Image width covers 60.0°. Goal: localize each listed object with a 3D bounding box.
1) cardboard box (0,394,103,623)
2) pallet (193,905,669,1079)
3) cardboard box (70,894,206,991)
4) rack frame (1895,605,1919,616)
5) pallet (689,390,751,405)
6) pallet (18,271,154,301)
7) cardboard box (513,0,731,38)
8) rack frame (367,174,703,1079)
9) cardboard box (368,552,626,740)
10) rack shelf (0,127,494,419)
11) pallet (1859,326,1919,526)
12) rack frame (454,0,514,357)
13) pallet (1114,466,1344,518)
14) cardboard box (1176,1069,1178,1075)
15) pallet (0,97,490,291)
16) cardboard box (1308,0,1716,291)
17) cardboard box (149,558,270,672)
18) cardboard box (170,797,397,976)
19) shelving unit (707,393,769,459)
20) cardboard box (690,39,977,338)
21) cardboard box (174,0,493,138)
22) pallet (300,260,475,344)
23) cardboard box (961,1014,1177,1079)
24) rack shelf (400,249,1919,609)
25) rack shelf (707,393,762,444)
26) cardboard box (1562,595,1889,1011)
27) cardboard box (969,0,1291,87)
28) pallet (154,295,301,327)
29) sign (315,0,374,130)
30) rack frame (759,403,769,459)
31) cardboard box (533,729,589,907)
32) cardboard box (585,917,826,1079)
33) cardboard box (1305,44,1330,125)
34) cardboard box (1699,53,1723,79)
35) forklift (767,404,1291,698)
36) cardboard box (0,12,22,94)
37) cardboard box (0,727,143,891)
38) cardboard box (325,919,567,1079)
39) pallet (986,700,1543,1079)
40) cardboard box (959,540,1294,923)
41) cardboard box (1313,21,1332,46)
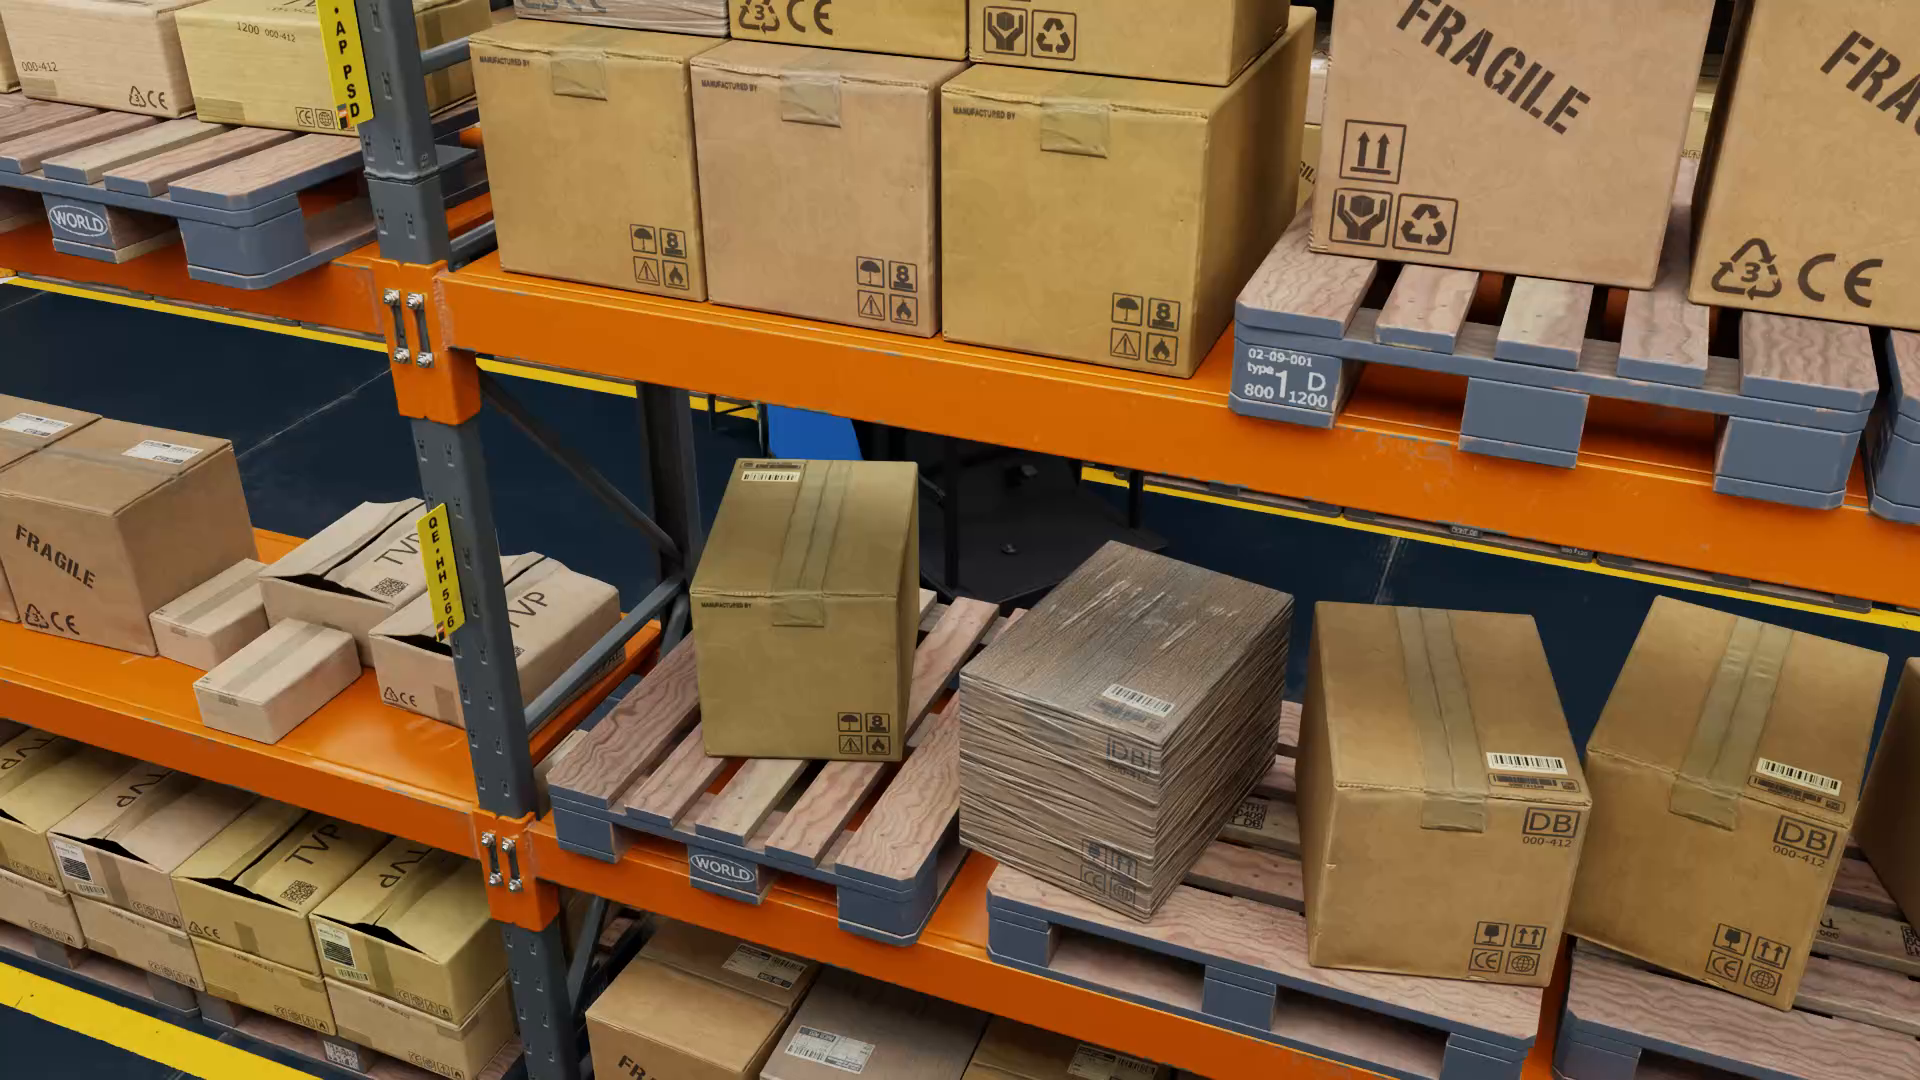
[{"bbox_3d":[-3.055,-0.115,5.304,0.500,0.500,0.500,11,31,19],"label":"cardboard box"},{"bbox_3d":[-1.755,1.373,5.607,1.213,0.211,1.003,11,31,19],"label":"pallet"},{"bbox_3d":[-2.530,1.169,5.502,0.500,0.250,0.500,12,32,20],"label":"cardboard box"},{"bbox_3d":[4.559,-1.191,7.308,0.127,3.000,1.000,11,31,19],"label":"rack frame"},{"bbox_3d":[-0.998,-1.088,9.961,1.213,0.211,1.003,11,31,19],"label":"pallet"},{"bbox_3d":[-5.751,-2.016,11.603,1.213,0.211,1.003,11,31,19],"label":"pallet"},{"bbox_3d":[-0.605,-1.372,3.463,0.500,0.500,0.500,11,31,19],"label":"cardboard box"},{"bbox_3d":[-1.007,0.329,4.620,0.127,3.000,1.000,11,31,19],"label":"rack frame"},{"bbox_3d":[-1.327,0.280,4.796,0.500,0.311,0.500,13,32,22],"label":"cardboard box"},{"bbox_3d":[-2.860,-1.034,4.714,4.000,0.370,1.077,11,31,19],"label":"rack shelf"},{"bbox_3d":[2.122,-0.308,2.889,1.003,0.211,1.213,11,31,19],"label":"pallet"},{"bbox_3d":[-2.854,-2.671,9.927,0.127,3.000,1.000,11,31,19],"label":"rack frame"},{"bbox_3d":[1.555,-0.536,8.985,1.213,0.211,1.003,11,31,19],"label":"pallet"},{"bbox_3d":[0.428,1.387,4.840,0.500,0.500,0.500,10,31,17],"label":"cardboard box"},{"bbox_3d":[-1.669,-0.980,4.078,1.003,0.211,1.213,13,32,21],"label":"pallet"},{"bbox_3d":[1.024,-0.879,3.079,0.600,0.600,0.600,10,31,17],"label":"cardboard box"},{"bbox_3d":[-2.209,0.228,5.054,0.250,0.149,0.380,14,32,23],"label":"cardboard box"},{"bbox_3d":[-2.069,1.021,5.193,0.500,0.311,0.500,11,31,18],"label":"cardboard box"},{"bbox_3d":[-1.039,-1.149,8.758,0.431,1.500,0.755,-16,33,-26],"label":"shelving unit"},{"bbox_3d":[-0.117,-0.861,3.575,0.500,0.500,0.910,11,31,19],"label":"cardboard box"},{"bbox_3d":[-1.448,-1.153,3.919,0.500,0.250,0.500,9,31,15],"label":"cardboard box"},{"bbox_3d":[-3.490,-1.565,10.804,1.213,0.211,1.003,11,31,19],"label":"pallet"},{"bbox_3d":[0.258,1.629,4.412,0.500,0.500,0.500,11,31,18],"label":"cardboard box"},{"bbox_3d":[0.847,-0.294,3.404,4.000,0.370,1.077,11,31,19],"label":"rack shelf"},{"bbox_3d":[-1.039,-0.865,8.919,0.431,0.370,0.720,-16,33,-26],"label":"rack shelf"},{"bbox_3d":[1.684,0.554,3.692,0.500,0.500,0.700,17,33,27],"label":"cardboard box"},{"bbox_3d":[0.340,-1.184,3.130,0.500,0.500,0.500,11,31,19],"label":"cardboard box"},{"bbox_3d":[-4.624,-1.790,11.202,1.213,0.211,1.003,11,31,19],"label":"pallet"},{"bbox_3d":[-1.223,-0.985,3.290,0.005,0.325,0.100,11,31,19],"label":"sign"},{"bbox_3d":[-0.856,-0.993,8.483,0.400,1.500,0.023,-16,33,-26],"label":"rack frame"},{"bbox_3d":[-1.381,0.868,5.464,0.500,0.311,0.500,12,32,21],"label":"cardboard box"},{"bbox_3d":[-0.692,1.440,4.747,0.500,0.500,0.500,13,32,21],"label":"cardboard box"},{"bbox_3d":[1.674,-2.138,7.798,0.500,0.250,0.500,11,31,18],"label":"cardboard box"},{"bbox_3d":[3.277,-2.087,7.707,0.500,0.250,0.500,10,31,17],"label":"cardboard box"},{"bbox_3d":[0.237,-1.000,7.041,1.130,2.935,3.031,-18,34,-28],"label":"forklift"},{"bbox_3d":[-2.467,-1.353,4.272,0.500,0.250,0.500,11,31,18],"label":"cardboard box"},{"bbox_3d":[-2.999,0.833,5.526,0.500,0.311,0.500,12,32,20],"label":"cardboard box"},{"bbox_3d":[-1.586,1.357,5.169,0.500,0.250,0.500,12,32,20],"label":"cardboard box"},{"bbox_3d":[0.797,0.770,4.034,1.213,0.211,1.003,11,31,19],"label":"pallet"},{"bbox_3d":[0.395,0.424,3.923,0.500,0.500,0.700,18,34,28],"label":"cardboard box"},{"bbox_3d":[1.849,-2.376,8.218,0.500,0.250,0.500,10,31,17],"label":"cardboard box"}]
